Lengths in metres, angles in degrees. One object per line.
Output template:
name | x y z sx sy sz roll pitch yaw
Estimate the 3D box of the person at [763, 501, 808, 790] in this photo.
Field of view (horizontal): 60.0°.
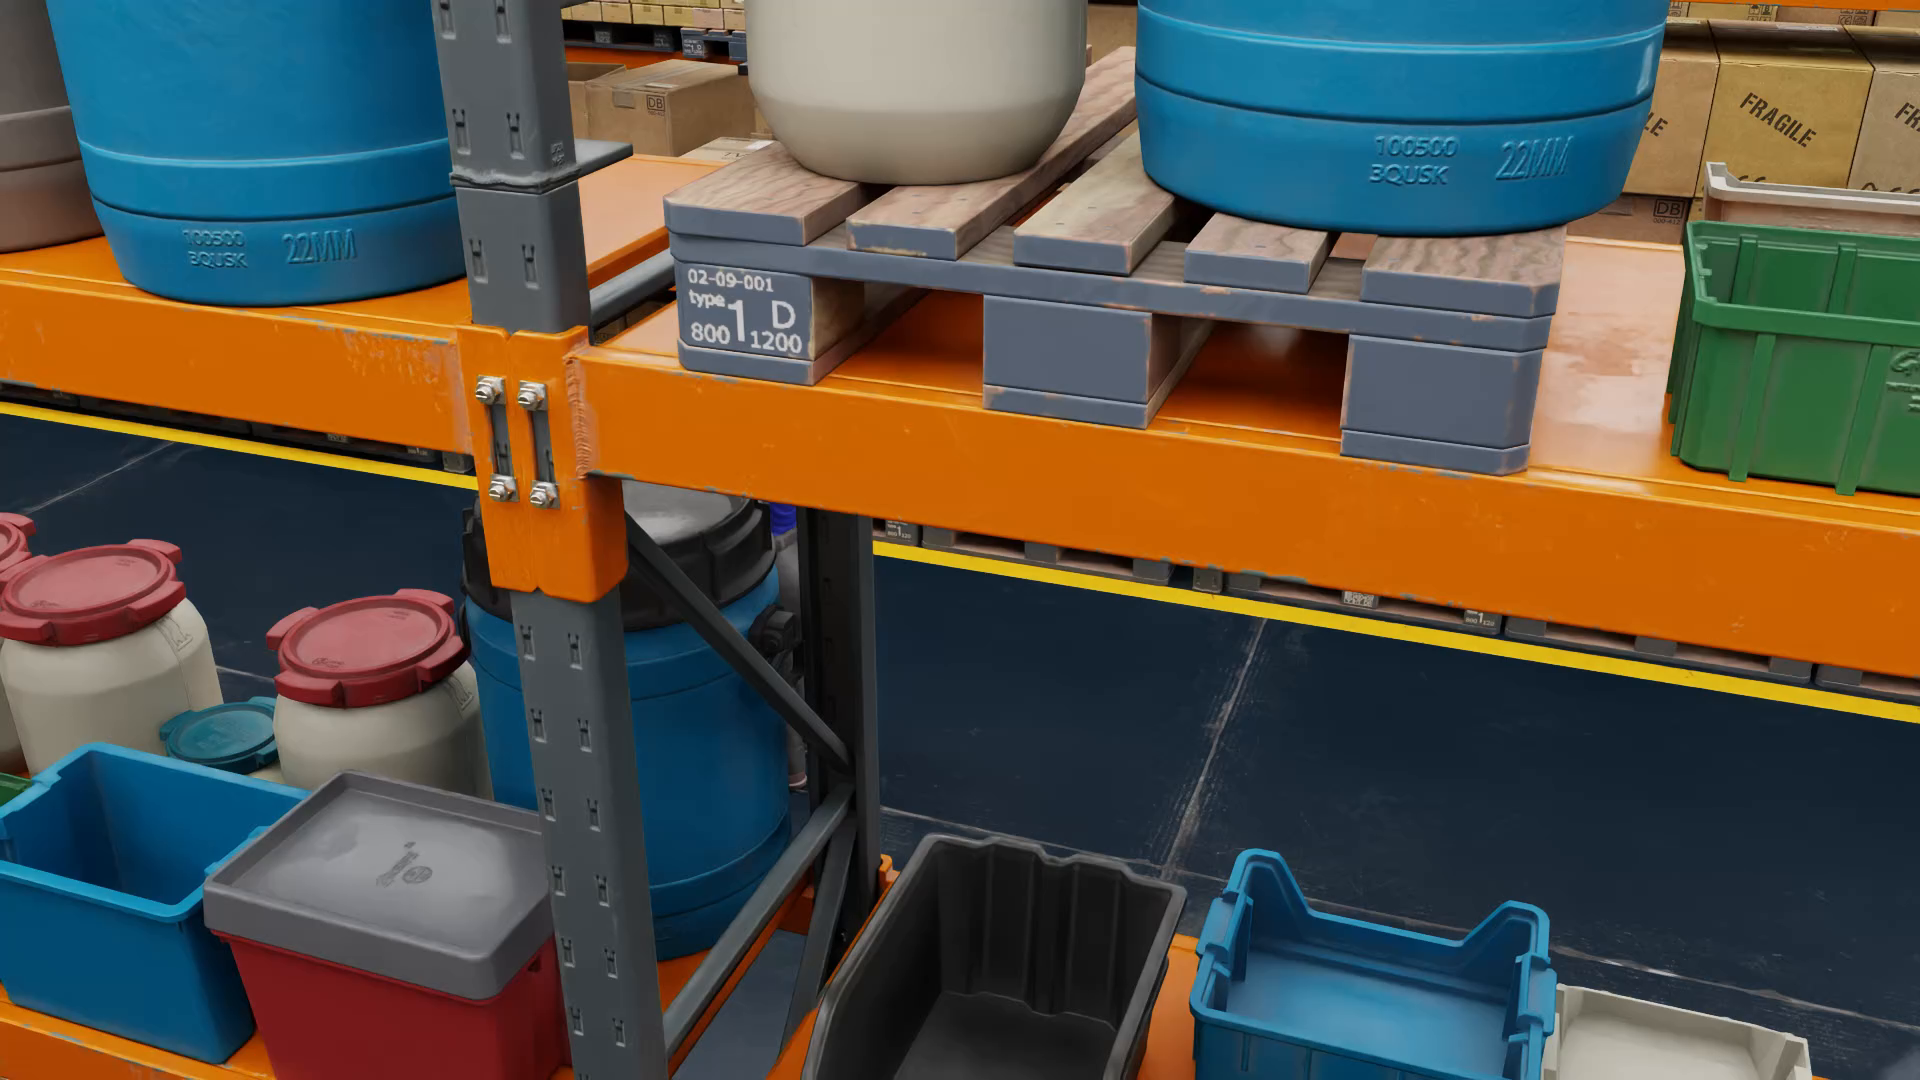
person | -0.725 0.098 5.927 0.496 1.656 0.445 9 27 17
